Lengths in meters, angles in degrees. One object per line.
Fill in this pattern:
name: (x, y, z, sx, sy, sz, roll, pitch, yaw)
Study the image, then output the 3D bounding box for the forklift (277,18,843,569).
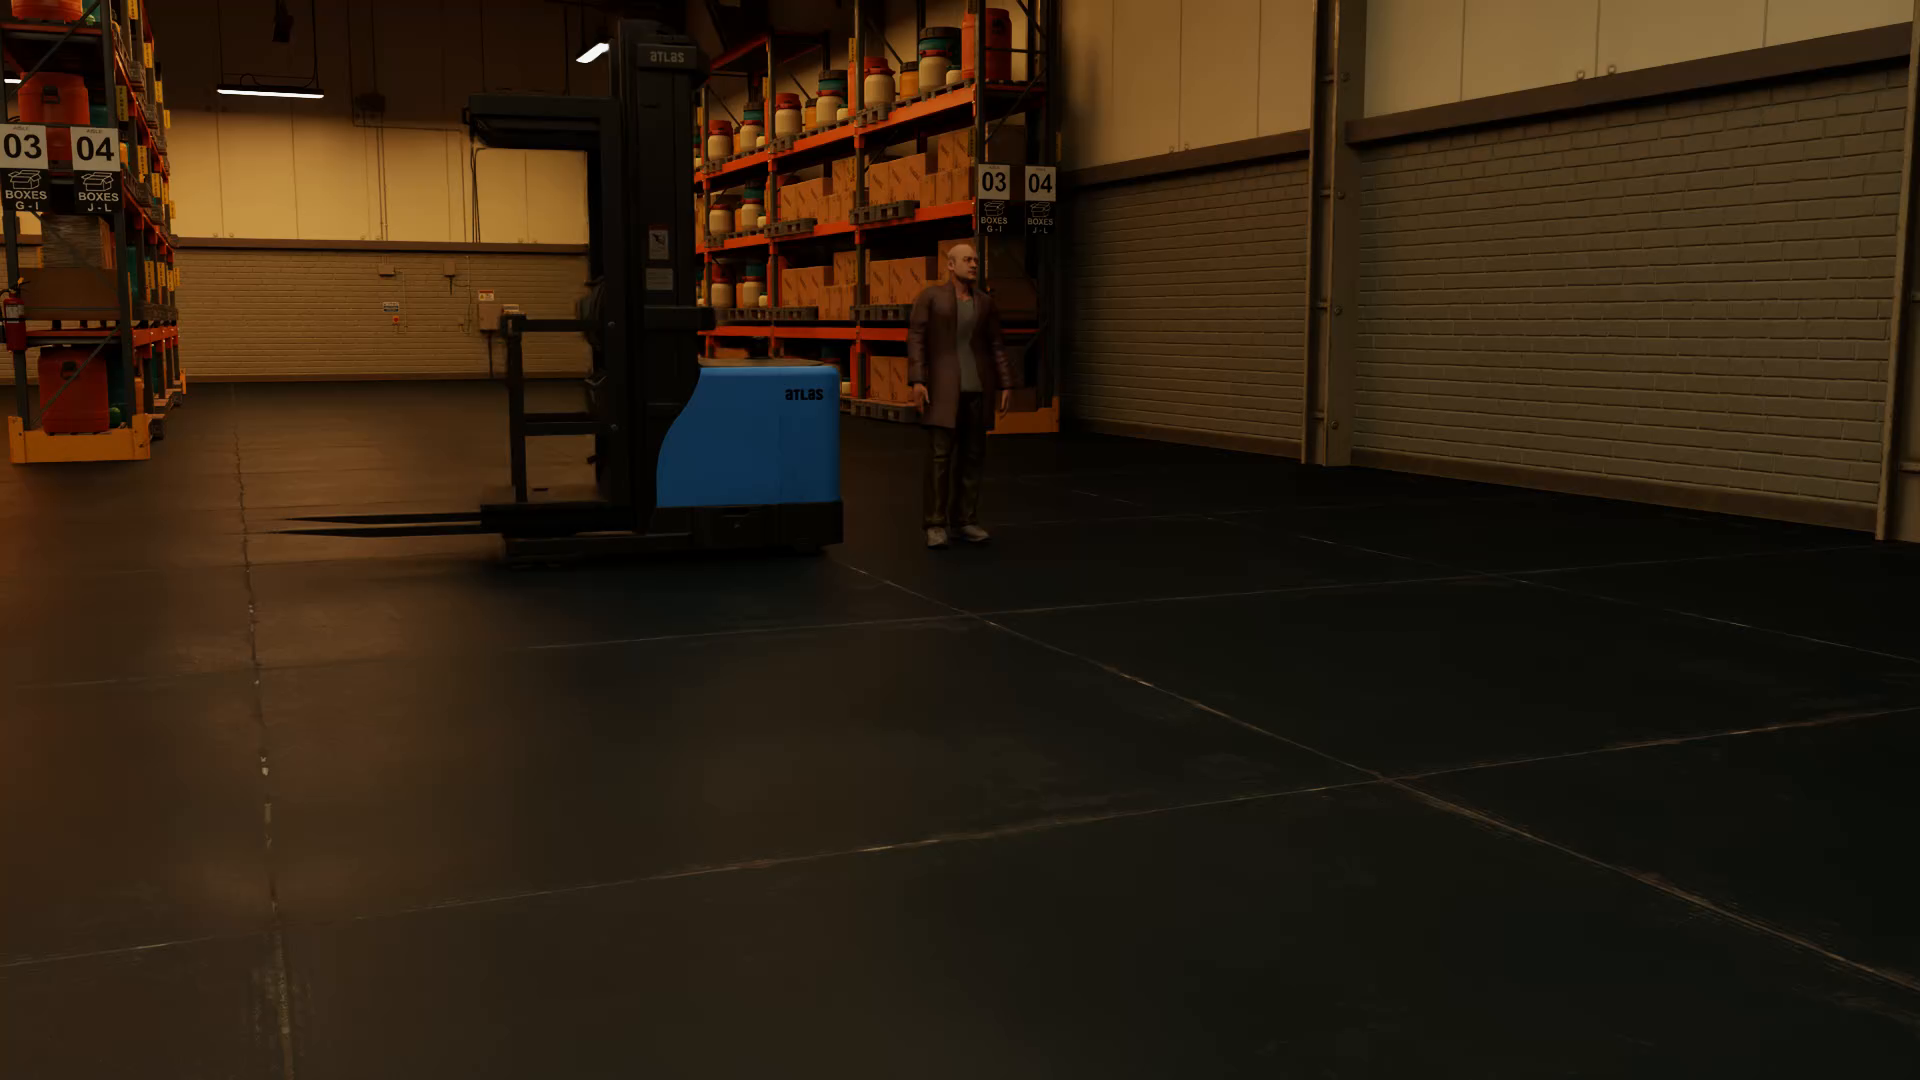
forklift: (-2.244, -1.372, 9.350, 3.031, 2.935, 1.130, -2, 8, -16)

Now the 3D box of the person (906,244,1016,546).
person: (0.044, -0.875, 9.952, 0.700, 1.778, 0.567, -3, 8, -24)
